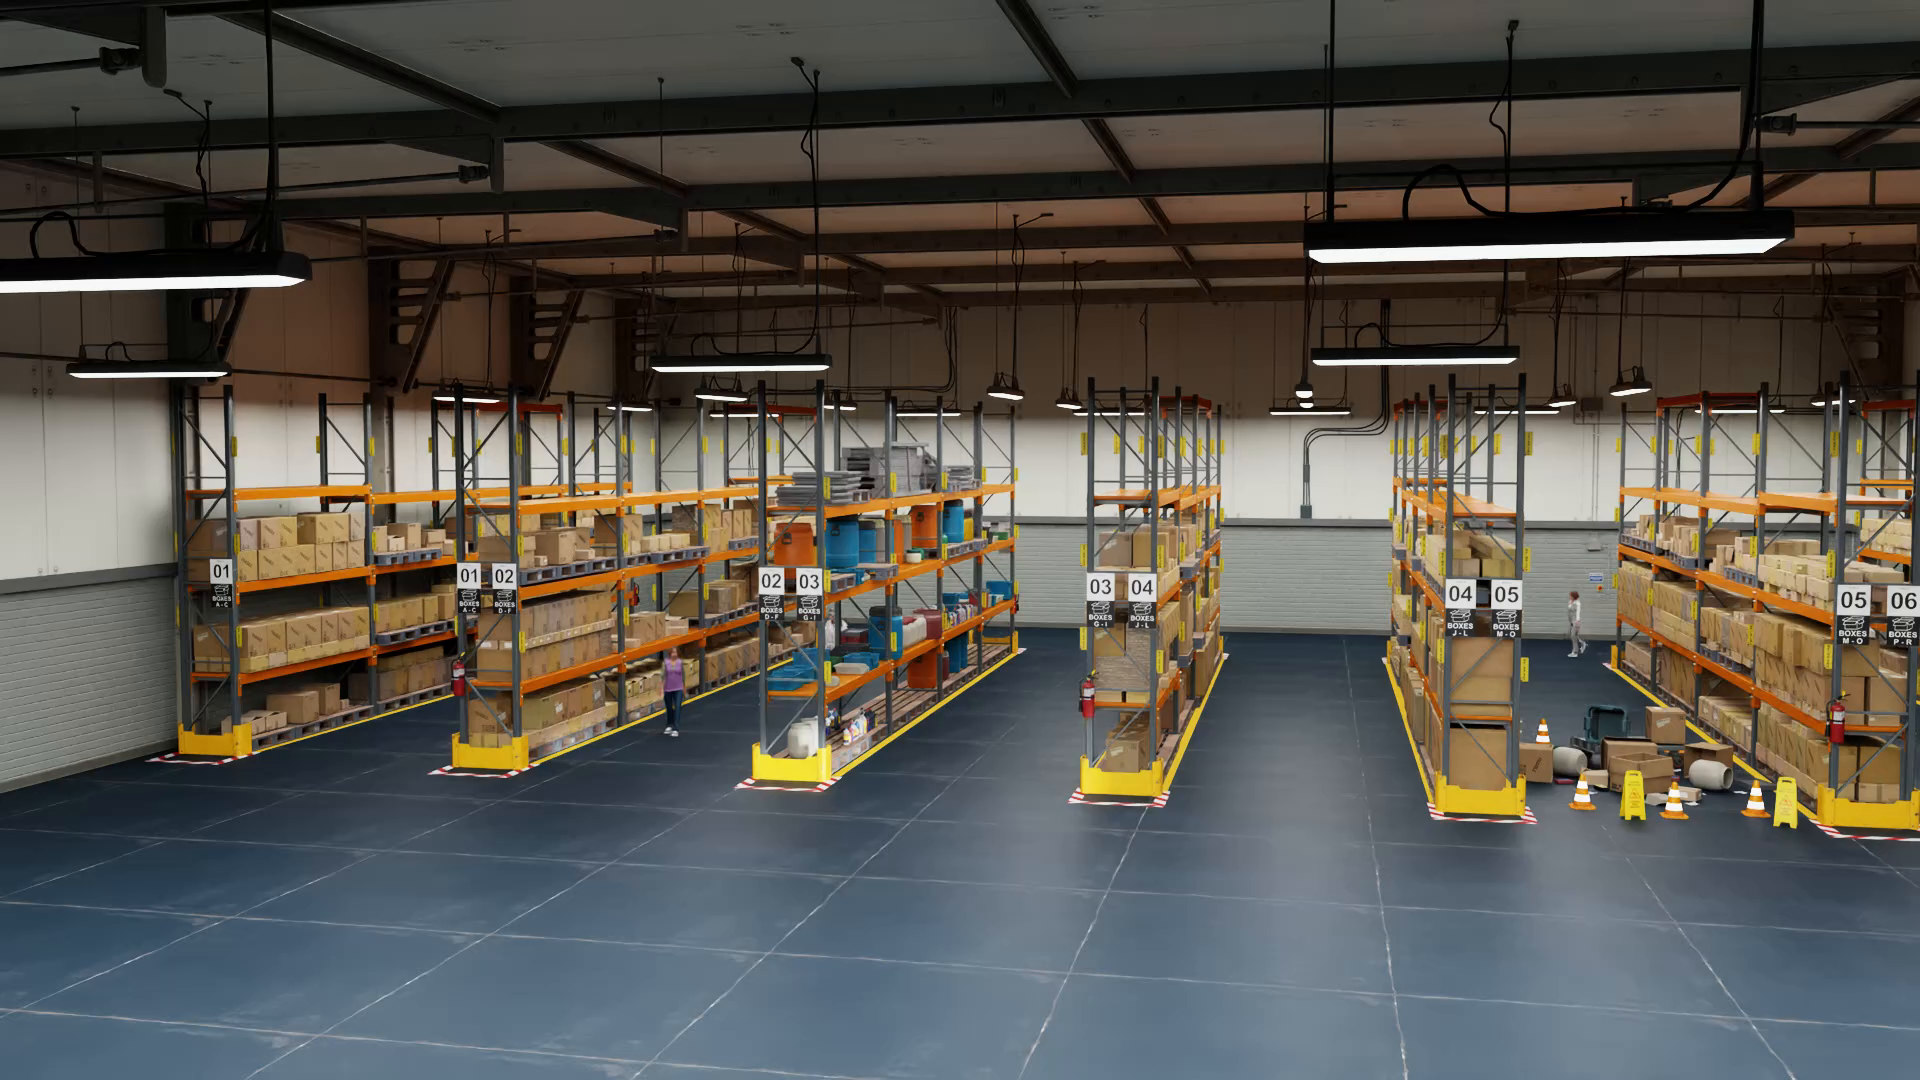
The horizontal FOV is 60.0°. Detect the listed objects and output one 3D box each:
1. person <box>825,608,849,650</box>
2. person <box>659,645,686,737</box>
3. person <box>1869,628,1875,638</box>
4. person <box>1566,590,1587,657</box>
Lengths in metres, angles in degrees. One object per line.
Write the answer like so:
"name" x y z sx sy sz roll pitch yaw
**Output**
"person" -2.474 2.175 33.082 0.612 1.680 0.710 0 3 9
"person" -4.961 2.603 28.661 0.445 1.565 0.809 0 3 -7
"person" 17.431 2.315 32.005 0.519 1.782 0.537 -1 3 -10
"person" 14.697 1.981 39.593 0.555 1.582 0.425 -1 3 -10
